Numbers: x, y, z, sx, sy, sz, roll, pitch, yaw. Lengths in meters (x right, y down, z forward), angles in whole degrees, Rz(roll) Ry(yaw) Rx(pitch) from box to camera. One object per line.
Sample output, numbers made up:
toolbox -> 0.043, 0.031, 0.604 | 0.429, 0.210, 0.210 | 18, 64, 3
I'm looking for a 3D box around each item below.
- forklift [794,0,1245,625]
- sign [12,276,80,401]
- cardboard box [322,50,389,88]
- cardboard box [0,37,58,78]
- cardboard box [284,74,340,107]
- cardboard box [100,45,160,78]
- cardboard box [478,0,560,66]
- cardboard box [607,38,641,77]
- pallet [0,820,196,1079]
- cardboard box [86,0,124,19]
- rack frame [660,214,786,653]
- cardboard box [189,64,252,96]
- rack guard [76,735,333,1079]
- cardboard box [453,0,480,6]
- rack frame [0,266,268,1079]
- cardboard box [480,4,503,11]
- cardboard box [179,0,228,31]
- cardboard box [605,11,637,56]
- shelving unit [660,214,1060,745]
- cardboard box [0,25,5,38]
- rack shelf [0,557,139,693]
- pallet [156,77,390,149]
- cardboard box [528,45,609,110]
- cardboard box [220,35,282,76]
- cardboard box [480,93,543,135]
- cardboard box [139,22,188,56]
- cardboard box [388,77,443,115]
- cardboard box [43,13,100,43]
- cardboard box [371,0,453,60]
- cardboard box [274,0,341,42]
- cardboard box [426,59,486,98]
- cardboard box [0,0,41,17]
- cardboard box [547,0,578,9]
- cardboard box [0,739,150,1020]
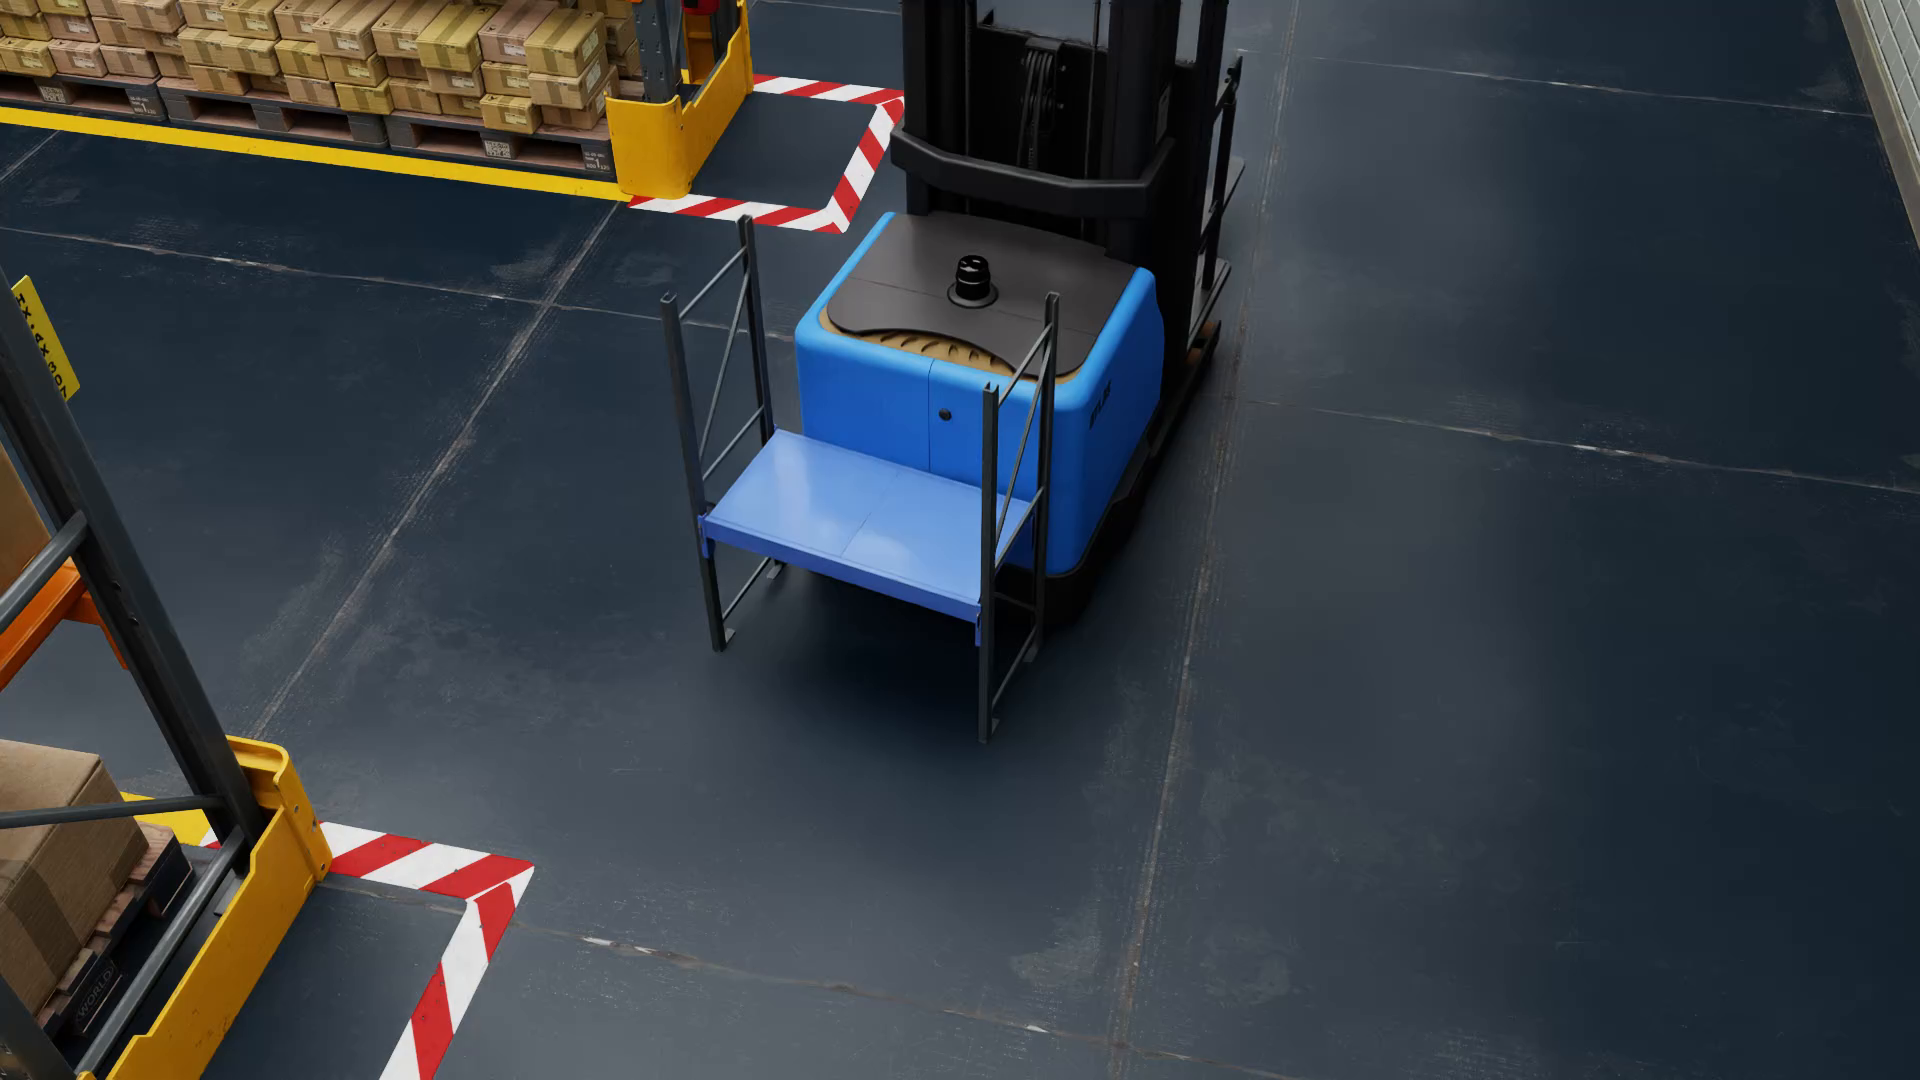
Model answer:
forklift -> 0.457, -1.792, 5.999 | 1.130, 2.935, 3.031 | 15, 46, 15
sign -> -2.142, -0.455, 3.878 | 0.005, 0.325, 0.100 | 9, 45, 9
cardboard box -> -2.880, -2.370, 8.088 | 0.250, 0.149, 0.380 | 9, 45, 10
cardboard box -> -4.646, -2.522, 8.460 | 0.250, 0.149, 0.380 | 10, 45, 10
cardboard box -> -3.127, -2.316, 8.246 | 0.250, 0.149, 0.380 | 10, 45, 10
cardboard box -> -4.133, -2.515, 8.453 | 0.250, 0.149, 0.380 | 8, 44, 8
cardboard box -> -2.092, -2.429, 7.935 | 0.250, 0.149, 0.380 | 10, 45, 10
cardboard box -> -1.729, -2.525, 8.464 | 0.250, 0.149, 0.380 | 10, 45, 10
pallet -> -3.067, 1.197, 4.855 | 1.213, 0.211, 1.003 | 9, 45, 9
cardboard box -> -4.127, -2.746, 8.264 | 0.250, 0.149, 0.380 | 8, 44, 8
rack frame -> -0.754, -0.305, 5.486 | 0.032, 1.500, 0.500 | 17, 46, 17
cardboard box -> -3.630, -2.393, 8.327 | 0.250, 0.149, 0.380 | 8, 44, 8
rack guard -> -2.246, 1.164, 4.680 | 0.348, 0.500, 1.175 | 9, 45, 9
cardboard box -> -2.498, -2.820, 8.340 | 0.250, 0.149, 0.380 | 7, 44, 7
rack frame -> -2.269, 0.260, 3.817 | 0.127, 3.000, 1.000 | 9, 45, 9
cardboard box -> -2.255, -2.646, 8.375 | 0.250, 0.149, 0.380 | 9, 45, 10
cardboard box -> -3.612, -2.667, 8.182 | 0.250, 0.149, 0.380 | 7, 44, 7
cardboard box -> -1.742, -2.590, 8.316 | 0.250, 0.149, 0.380 | 11, 45, 11
shelving unit -> -0.289, -0.163, 5.338 | 1.048, 1.500, 0.538 | 17, 46, 17
cardboard box -> -4.907, -2.671, 8.400 | 0.250, 0.149, 0.380 | 11, 45, 11
rack shelf -> -4.221, 0.216, 4.381 | 4.000, 0.370, 1.077 | 9, 45, 9
pallet -> -3.333, -2.445, 8.638 | 1.213, 0.211, 1.003 | 9, 45, 9
cardboard box -> -1.865, -2.223, 7.935 | 0.250, 0.149, 0.380 | 8, 44, 8
cardboard box -> -3.401, -2.445, 8.165 | 0.250, 0.149, 0.380 | 9, 45, 9
cardboard box -> -2.119, -2.138, 8.061 | 0.250, 0.149, 0.380 | 10, 45, 10
cardboard box -> -3.869, -2.580, 8.306 | 0.250, 0.149, 0.380 | 11, 45, 11
cardboard box -> -2.602, -2.265, 8.193 | 0.250, 0.149, 0.380 | 9, 45, 9
cardboard box -> -4.395, -2.681, 8.410 | 0.250, 0.149, 0.380 | 9, 45, 9
cardboard box -> -2.611, -2.465, 7.971 | 0.250, 0.149, 0.380 | 7, 44, 7
cardboard box -> -3.118, -2.583, 8.094 | 0.250, 0.149, 0.380 | 7, 44, 8
cardboard box -> -2.372, -2.301, 8.016 | 0.250, 0.149, 0.380 | 7, 44, 7
cardboard box -> -4.644, -2.775, 8.294 | 0.250, 0.149, 0.380 | 11, 45, 11
cardboard box -> -2.020, -2.713, 8.230 | 0.250, 0.149, 0.380 | 10, 45, 10
cardboard box -> -2.935, 1.000, 4.593 | 0.875, 0.438, 0.875 | 7, 44, 8
